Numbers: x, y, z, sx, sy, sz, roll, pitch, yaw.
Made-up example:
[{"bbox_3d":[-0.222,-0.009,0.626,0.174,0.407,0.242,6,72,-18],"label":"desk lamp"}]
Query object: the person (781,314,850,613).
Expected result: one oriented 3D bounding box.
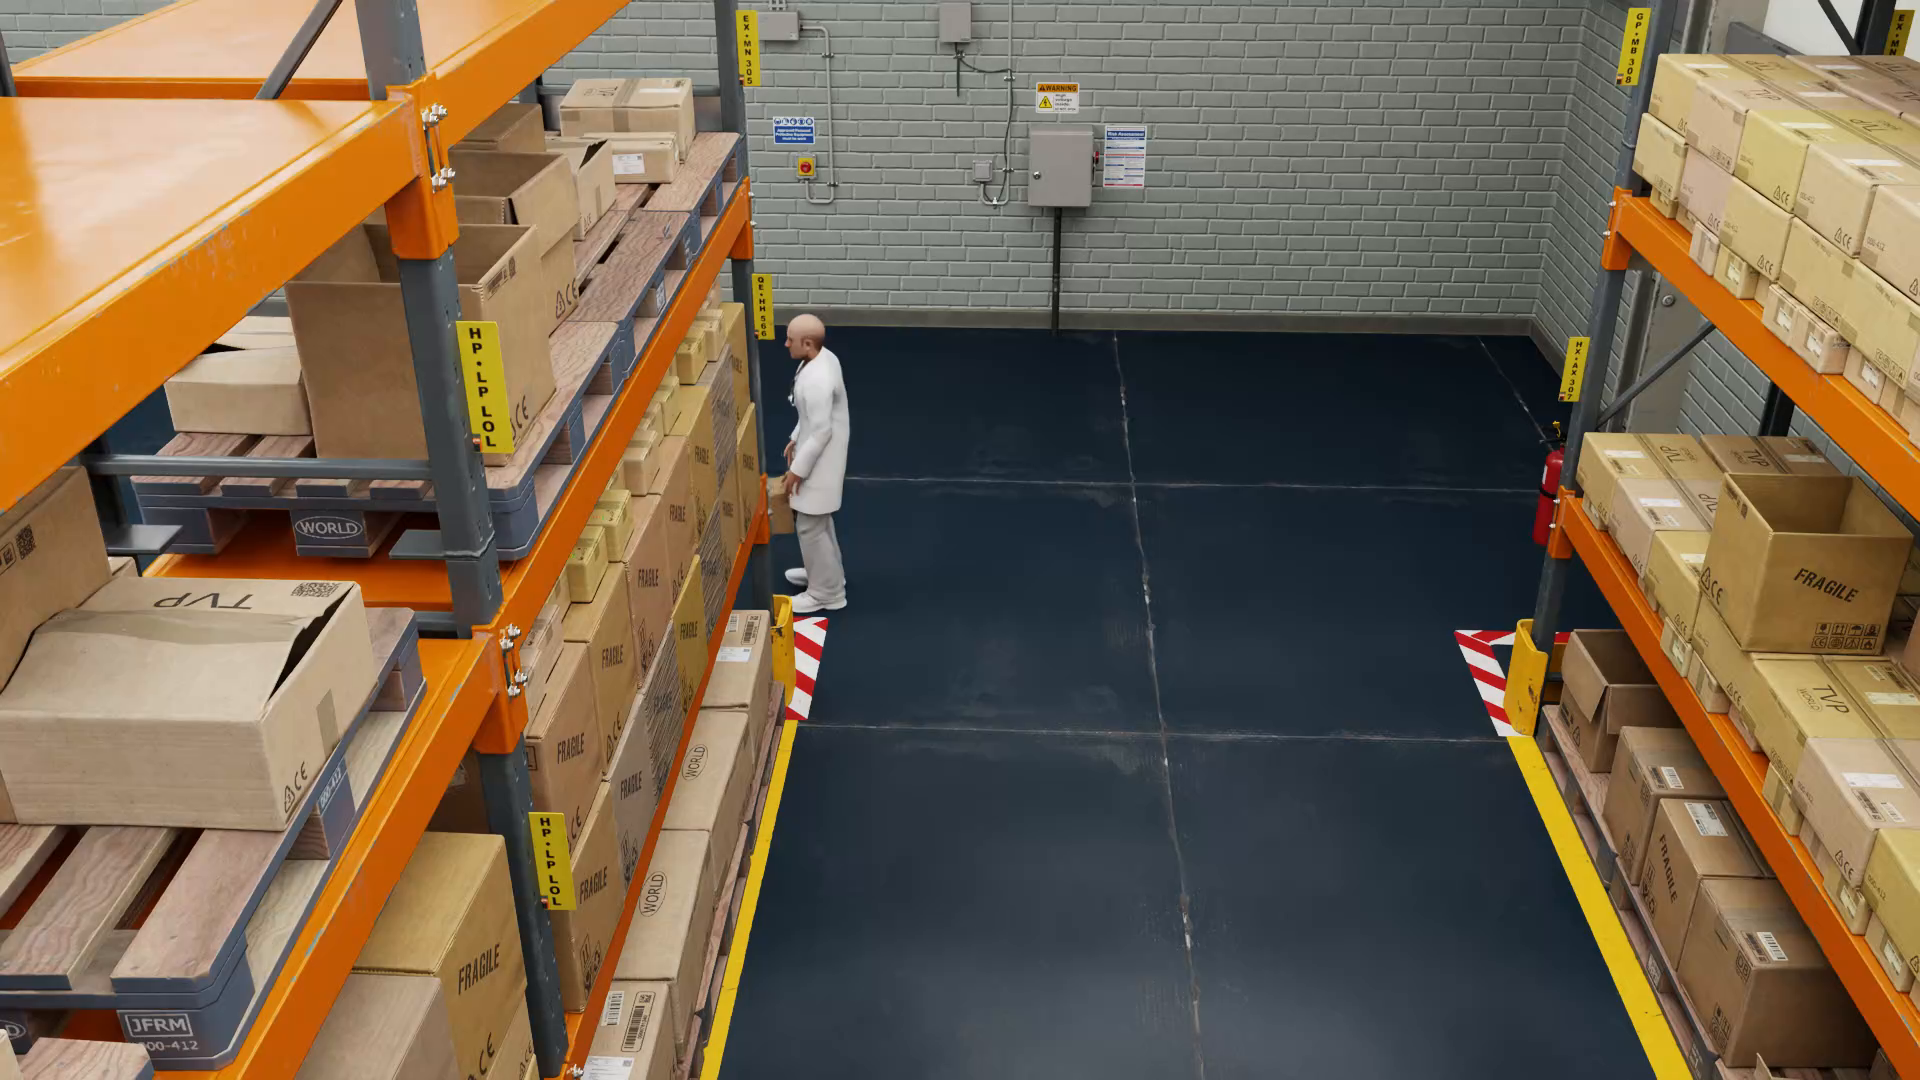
[{"bbox_3d":[-0.834,-0.444,9.480,0.424,1.779,0.587,-1,28,-3],"label":"person"}]
